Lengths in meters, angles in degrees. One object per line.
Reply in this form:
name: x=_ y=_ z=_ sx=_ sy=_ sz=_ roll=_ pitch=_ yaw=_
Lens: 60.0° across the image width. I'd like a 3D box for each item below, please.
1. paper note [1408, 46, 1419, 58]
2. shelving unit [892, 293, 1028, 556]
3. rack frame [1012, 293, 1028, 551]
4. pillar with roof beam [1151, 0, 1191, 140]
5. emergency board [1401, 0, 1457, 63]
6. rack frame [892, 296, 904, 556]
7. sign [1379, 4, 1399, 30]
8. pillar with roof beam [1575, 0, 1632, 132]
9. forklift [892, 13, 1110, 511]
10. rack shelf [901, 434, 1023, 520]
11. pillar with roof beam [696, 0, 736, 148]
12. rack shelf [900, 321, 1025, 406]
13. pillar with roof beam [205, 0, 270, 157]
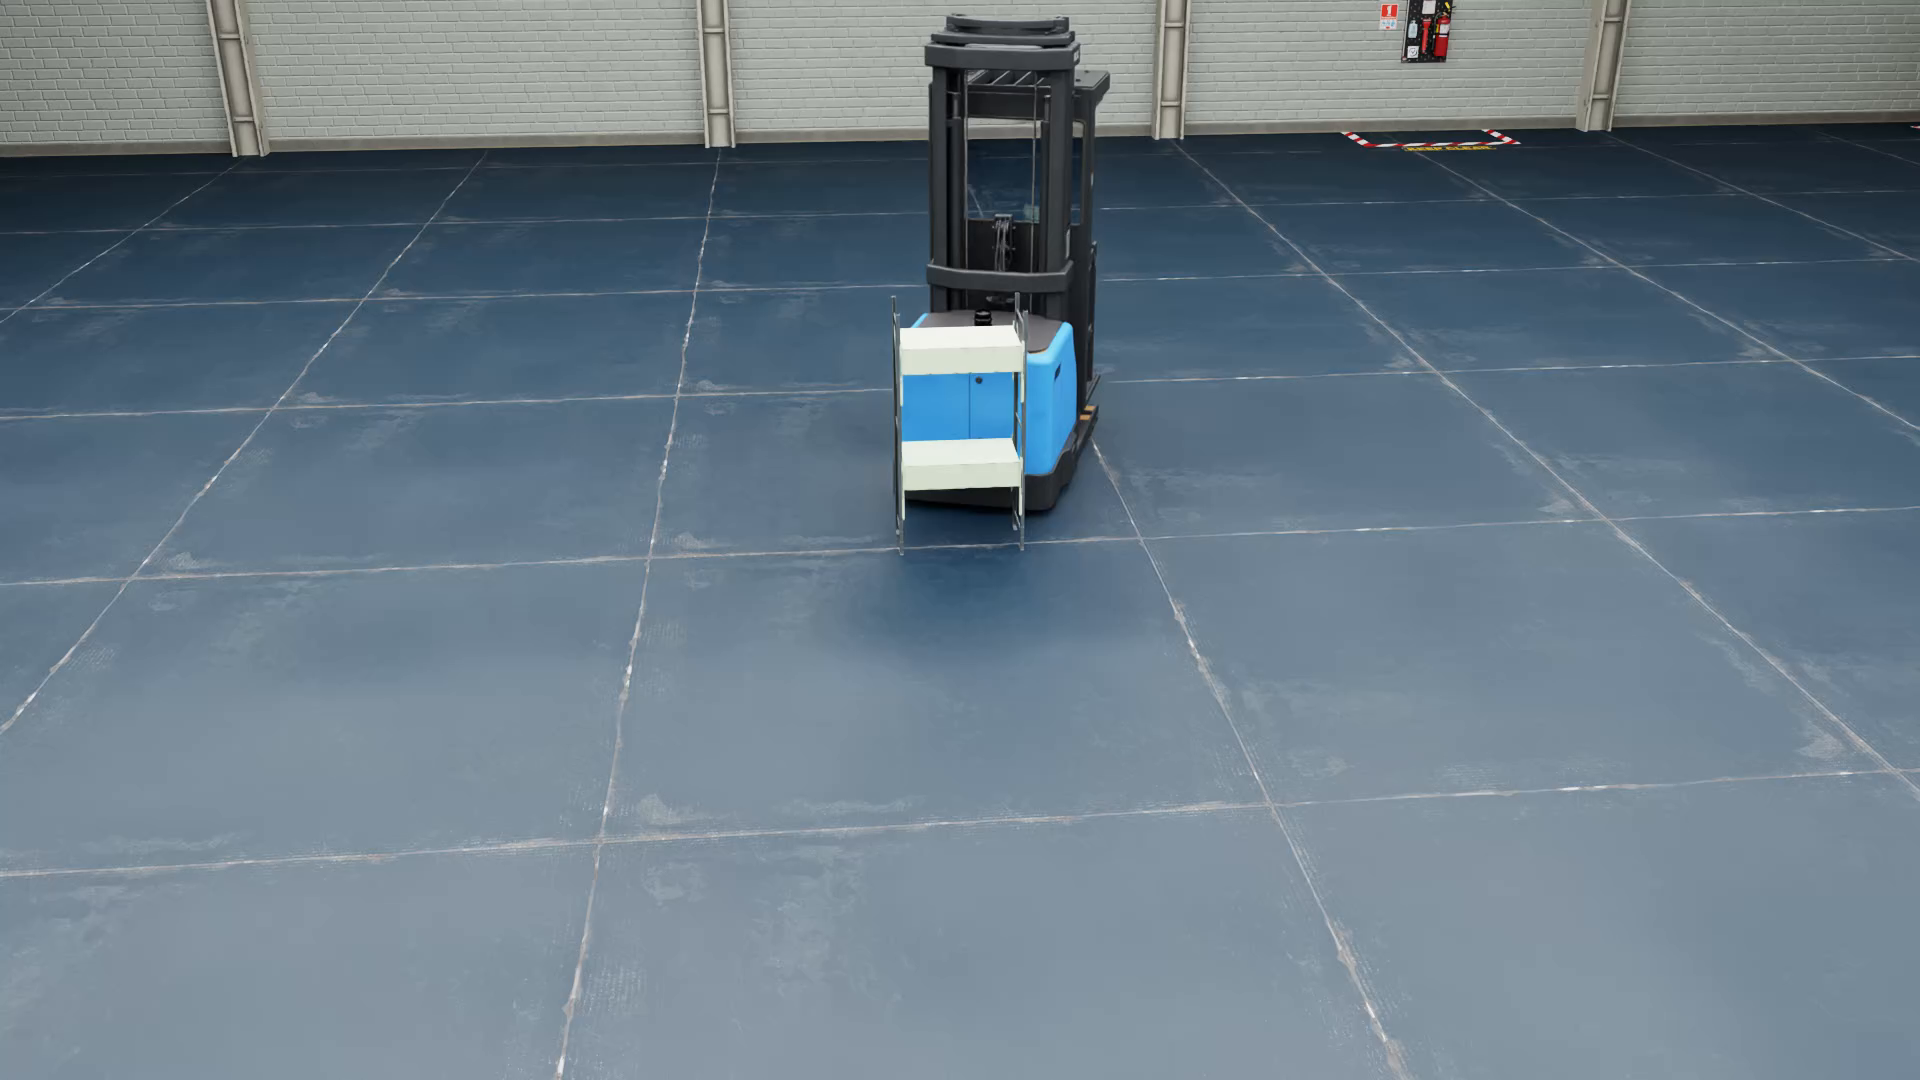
paper note: x=6.131 y=-6.604 z=22.499 sx=0.142 sy=0.148 sz=0.016 roll=-2 pitch=24 yaw=-5
shelving unit: x=-0.007 y=-0.685 z=9.945 sx=0.755 sy=1.500 sz=0.431 roll=-2 pitch=24 yaw=-5
rack frame: x=0.358 y=-0.700 z=9.978 sx=0.023 sy=1.500 sz=0.400 roll=-2 pitch=24 yaw=-5
pillar with roof beam: x=3.229 y=-7.831 z=16.789 sx=0.400 sy=9.000 sz=9.100 roll=-2 pitch=24 yaw=-5
emergency board: x=6.314 y=-6.986 z=22.274 sx=0.643 sy=1.169 sz=0.194 roll=-2 pitch=24 yaw=-5
rack frame: x=-0.371 y=-0.670 z=9.912 sx=0.023 sy=1.500 sz=0.400 roll=-2 pitch=24 yaw=-5
sign: x=5.754 y=-7.022 z=22.311 sx=0.234 sy=0.329 sz=0.001 roll=-2 pitch=24 yaw=-5
pillar with roof beam: x=9.200 y=-8.070 z=17.328 sx=0.400 sy=9.000 sz=9.100 roll=-2 pitch=24 yaw=-5
forklift: x=0.390 y=-2.097 z=11.359 sx=1.130 sy=2.935 sz=3.031 roll=5 pitch=24 yaw=12
rack shelf: x=-0.007 y=-0.387 z=10.077 sx=0.720 sy=0.370 sz=0.431 roll=-2 pitch=24 yaw=-5
pillar with roof beam: x=-2.741 y=-7.591 z=16.250 sx=0.400 sy=9.000 sz=9.100 roll=-2 pitch=24 yaw=-5
rack shelf: x=-0.007 y=-1.042 z=9.786 sx=0.720 sy=0.370 sz=0.431 roll=-2 pitch=24 yaw=-5
pillar with roof beam: x=-8.712 y=-7.352 z=15.711 sx=0.400 sy=9.000 sz=9.100 roll=-2 pitch=24 yaw=-5
